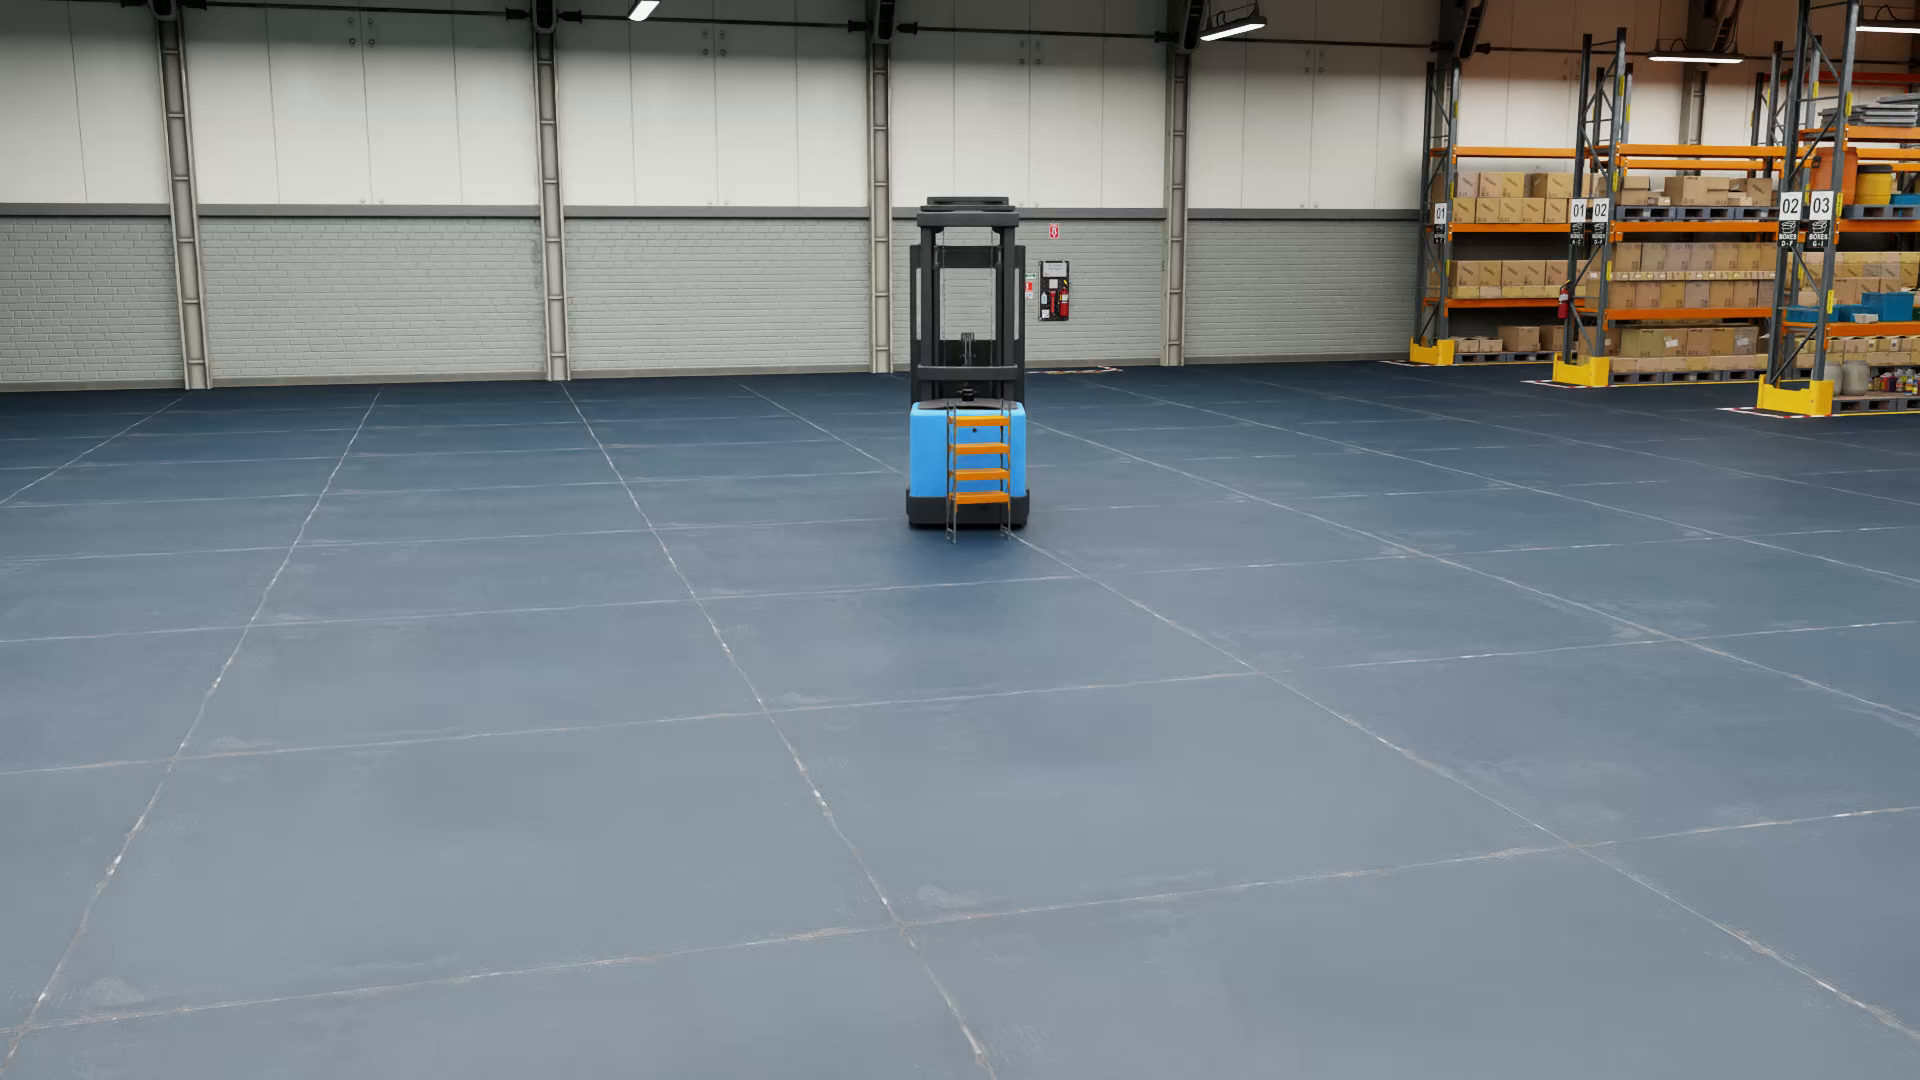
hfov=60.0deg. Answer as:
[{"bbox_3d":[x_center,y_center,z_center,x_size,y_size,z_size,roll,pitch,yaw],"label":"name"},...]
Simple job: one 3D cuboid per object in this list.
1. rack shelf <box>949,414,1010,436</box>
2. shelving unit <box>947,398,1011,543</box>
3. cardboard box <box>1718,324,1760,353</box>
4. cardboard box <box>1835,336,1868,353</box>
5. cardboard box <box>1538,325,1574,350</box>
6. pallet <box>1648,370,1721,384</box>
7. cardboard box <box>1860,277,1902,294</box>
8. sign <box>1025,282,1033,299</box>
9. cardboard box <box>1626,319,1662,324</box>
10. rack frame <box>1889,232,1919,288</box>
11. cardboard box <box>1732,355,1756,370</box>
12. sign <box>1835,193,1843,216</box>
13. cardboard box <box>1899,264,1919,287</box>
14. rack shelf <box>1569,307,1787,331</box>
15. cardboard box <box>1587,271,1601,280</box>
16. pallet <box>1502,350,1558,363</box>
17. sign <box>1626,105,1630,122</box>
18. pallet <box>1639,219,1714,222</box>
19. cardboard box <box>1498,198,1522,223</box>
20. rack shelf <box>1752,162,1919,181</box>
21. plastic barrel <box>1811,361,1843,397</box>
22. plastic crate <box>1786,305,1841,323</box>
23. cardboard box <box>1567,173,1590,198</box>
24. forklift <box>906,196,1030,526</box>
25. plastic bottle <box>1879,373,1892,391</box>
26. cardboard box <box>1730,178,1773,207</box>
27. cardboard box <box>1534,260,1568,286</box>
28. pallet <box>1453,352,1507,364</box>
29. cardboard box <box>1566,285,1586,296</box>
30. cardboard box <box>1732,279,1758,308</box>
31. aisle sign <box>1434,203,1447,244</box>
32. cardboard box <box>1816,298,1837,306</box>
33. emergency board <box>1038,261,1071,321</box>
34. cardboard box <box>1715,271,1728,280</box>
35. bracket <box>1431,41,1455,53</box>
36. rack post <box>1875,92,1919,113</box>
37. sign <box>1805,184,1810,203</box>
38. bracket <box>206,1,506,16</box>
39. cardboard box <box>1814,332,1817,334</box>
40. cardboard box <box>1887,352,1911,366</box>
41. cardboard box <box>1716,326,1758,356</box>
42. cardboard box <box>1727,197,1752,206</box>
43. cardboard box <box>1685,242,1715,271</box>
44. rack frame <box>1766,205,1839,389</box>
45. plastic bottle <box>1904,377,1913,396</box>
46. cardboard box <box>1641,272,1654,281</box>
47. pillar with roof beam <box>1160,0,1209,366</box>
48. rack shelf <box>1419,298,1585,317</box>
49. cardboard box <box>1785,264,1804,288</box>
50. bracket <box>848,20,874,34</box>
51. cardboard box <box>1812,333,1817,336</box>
[{"bbox_3d":[0.159,-0.985,14.213,0.480,0.148,0.258,-3,11,-16],"label":"rack shelf"},{"bbox_3d":[0.159,-0.598,14.285,0.503,1.200,0.258,-3,11,-16],"label":"shelving unit"},{"bbox_3d":[14.281,-3.701,30.528,0.500,0.500,0.500,-3,11,-16],"label":"cardboard box"},{"bbox_3d":[16.259,-3.605,30.531,0.500,0.311,0.500,-3,11,-18],"label":"cardboard box"},{"bbox_3d":[12.441,-4.235,34.757,0.500,0.500,0.500,-4,11,-20],"label":"cardboard box"},{"bbox_3d":[12.865,-2.980,29.951,1.213,0.211,1.003,-3,11,-16],"label":"pallet"},{"bbox_3d":[17.048,-4.610,30.831,0.500,0.500,0.500,-4,11,-19],"label":"cardboard box"},{"bbox_3d":[1.312,-4.876,32.453,0.234,0.329,0.001,-3,11,-16],"label":"sign"},{"bbox_3d":[14.550,-4.726,35.354,0.500,0.250,0.500,-3,11,-17],"label":"cardboard box"},{"bbox_3d":[21.107,-5.712,37.092,0.127,3.000,1.000,-3,11,-16],"label":"rack frame"},{"bbox_3d":[13.947,-3.216,29.966,0.500,0.250,0.500,-3,11,-16],"label":"cardboard box"},{"bbox_3d":[12.504,-4.767,23.646,0.005,0.325,0.100,-3,11,-16],"label":"sign"},{"bbox_3d":[20.734,-5.851,36.690,0.500,0.500,0.500,-3,11,-17],"label":"cardboard box"},{"bbox_3d":[12.894,-3.992,29.732,4.000,0.370,1.077,-3,11,-16],"label":"rack shelf"},{"bbox_3d":[11.287,-4.665,29.334,0.250,0.149,0.380,-3,11,-17],"label":"cardboard box"},{"bbox_3d":[11.617,-3.834,34.589,1.213,0.211,1.003,-3,11,-16],"label":"pallet"},{"bbox_3d":[13.560,-8.661,33.741,0.005,0.325,0.100,-3,11,-16],"label":"sign"},{"bbox_3d":[15.043,-6.756,34.996,1.003,0.211,1.213,-3,11,-16],"label":"pallet"},{"bbox_3d":[10.999,-6.661,33.628,0.500,0.500,0.500,-2,11,-13],"label":"cardboard box"},{"bbox_3d":[19.187,-8.011,36.101,4.000,0.370,1.077,-3,11,-16],"label":"rack shelf"},{"bbox_3d":[12.965,-2.413,24.879,0.421,0.512,0.421,0,10,0],"label":"plastic barrel"},{"bbox_3d":[12.751,-3.387,24.872,0.616,0.251,0.499,-3,11,-16],"label":"plastic crate"},{"bbox_3d":[12.495,-7.231,33.965,0.500,0.500,0.500,-2,11,-13],"label":"cardboard box"},{"bbox_3d":[0.071,-1.788,15.964,1.130,2.935,3.031,0,10,0],"label":"forklift"},{"bbox_3d":[14.245,-2.437,25.608,0.135,0.276,0.152,-3,11,-16],"label":"plastic bottle"},{"bbox_3d":[14.257,-6.267,29.996,0.500,0.500,0.500,-2,11,-11],"label":"cardboard box"},{"bbox_3d":[12.094,-5.485,34.144,0.500,0.500,0.500,-3,11,-18],"label":"cardboard box"},{"bbox_3d":[10.448,-3.773,34.257,1.213,0.211,1.003,-3,11,-16],"label":"pallet"},{"bbox_3d":[12.575,-5.143,34.360,0.500,0.250,0.500,-3,11,-16],"label":"cardboard box"},{"bbox_3d":[13.885,-4.444,29.929,0.500,0.500,0.700,-3,11,-17],"label":"cardboard box"},{"bbox_3d":[9.600,-6.328,33.255,0.004,0.787,0.394,-3,11,-16],"label":"aisle sign"},{"bbox_3d":[15.722,-4.332,30.290,0.250,0.149,0.380,-3,11,-16],"label":"cardboard box"},{"bbox_3d":[1.871,-4.869,32.510,0.643,1.169,0.194,-3,11,-16],"label":"emergency board"},{"bbox_3d":[13.393,-4.700,29.524,0.250,0.149,0.380,-3,11,-14],"label":"cardboard box"},{"bbox_3d":[9.716,-9.929,33.485,0.430,0.232,0.235,-3,11,-16],"label":"bracket"},{"bbox_3d":[14.206,-6.400,24.465,0.954,0.300,0.937,-3,11,-17],"label":"rack post"},{"bbox_3d":[14.971,-6.119,29.367,0.005,0.325,0.100,-3,11,-16],"label":"sign"},{"bbox_3d":[-10.056,-8.887,27.824,4.783,0.066,0.076,-3,11,-16],"label":"bracket"},{"bbox_3d":[18.852,-4.717,36.463,0.750,0.750,0.750,-3,11,-16],"label":"cardboard box"},{"bbox_3d":[17.240,-3.383,30.872,0.500,0.250,0.500,-3,11,-15],"label":"cardboard box"},{"bbox_3d":[13.947,-3.585,29.899,0.500,0.500,0.500,-3,11,-16],"label":"cardboard box"},{"bbox_3d":[13.732,-5.965,29.327,0.250,0.149,0.380,-3,11,-16],"label":"cardboard box"},{"bbox_3d":[12.944,-5.034,29.548,0.500,0.500,0.700,-3,11,-16],"label":"cardboard box"},{"bbox_3d":[12.354,-3.383,24.439,0.127,3.000,1.000,-3,11,-16],"label":"rack frame"},{"bbox_3d":[14.182,-2.295,24.850,0.097,0.271,0.097,0,10,0],"label":"plastic bottle"},{"bbox_3d":[11.903,-4.621,29.096,0.250,0.149,0.380,-3,11,-16],"label":"cardboard box"},{"bbox_3d":[5.458,-7.189,28.545,0.548,9.000,9.100,-3,11,-16],"label":"pillar with roof beam"},{"bbox_3d":[11.506,-4.853,34.409,4.000,0.370,1.077,-3,11,-16],"label":"rack shelf"},{"bbox_3d":[17.804,-5.695,35.847,0.500,0.500,0.500,-3,11,-14],"label":"cardboard box"},{"bbox_3d":[-1.805,-9.322,30.186,0.430,0.232,0.235,-3,11,-16],"label":"bracket"},{"bbox_3d":[16.100,-3.699,31.043,0.500,0.311,0.500,-3,11,-16],"label":"cardboard box"}]
